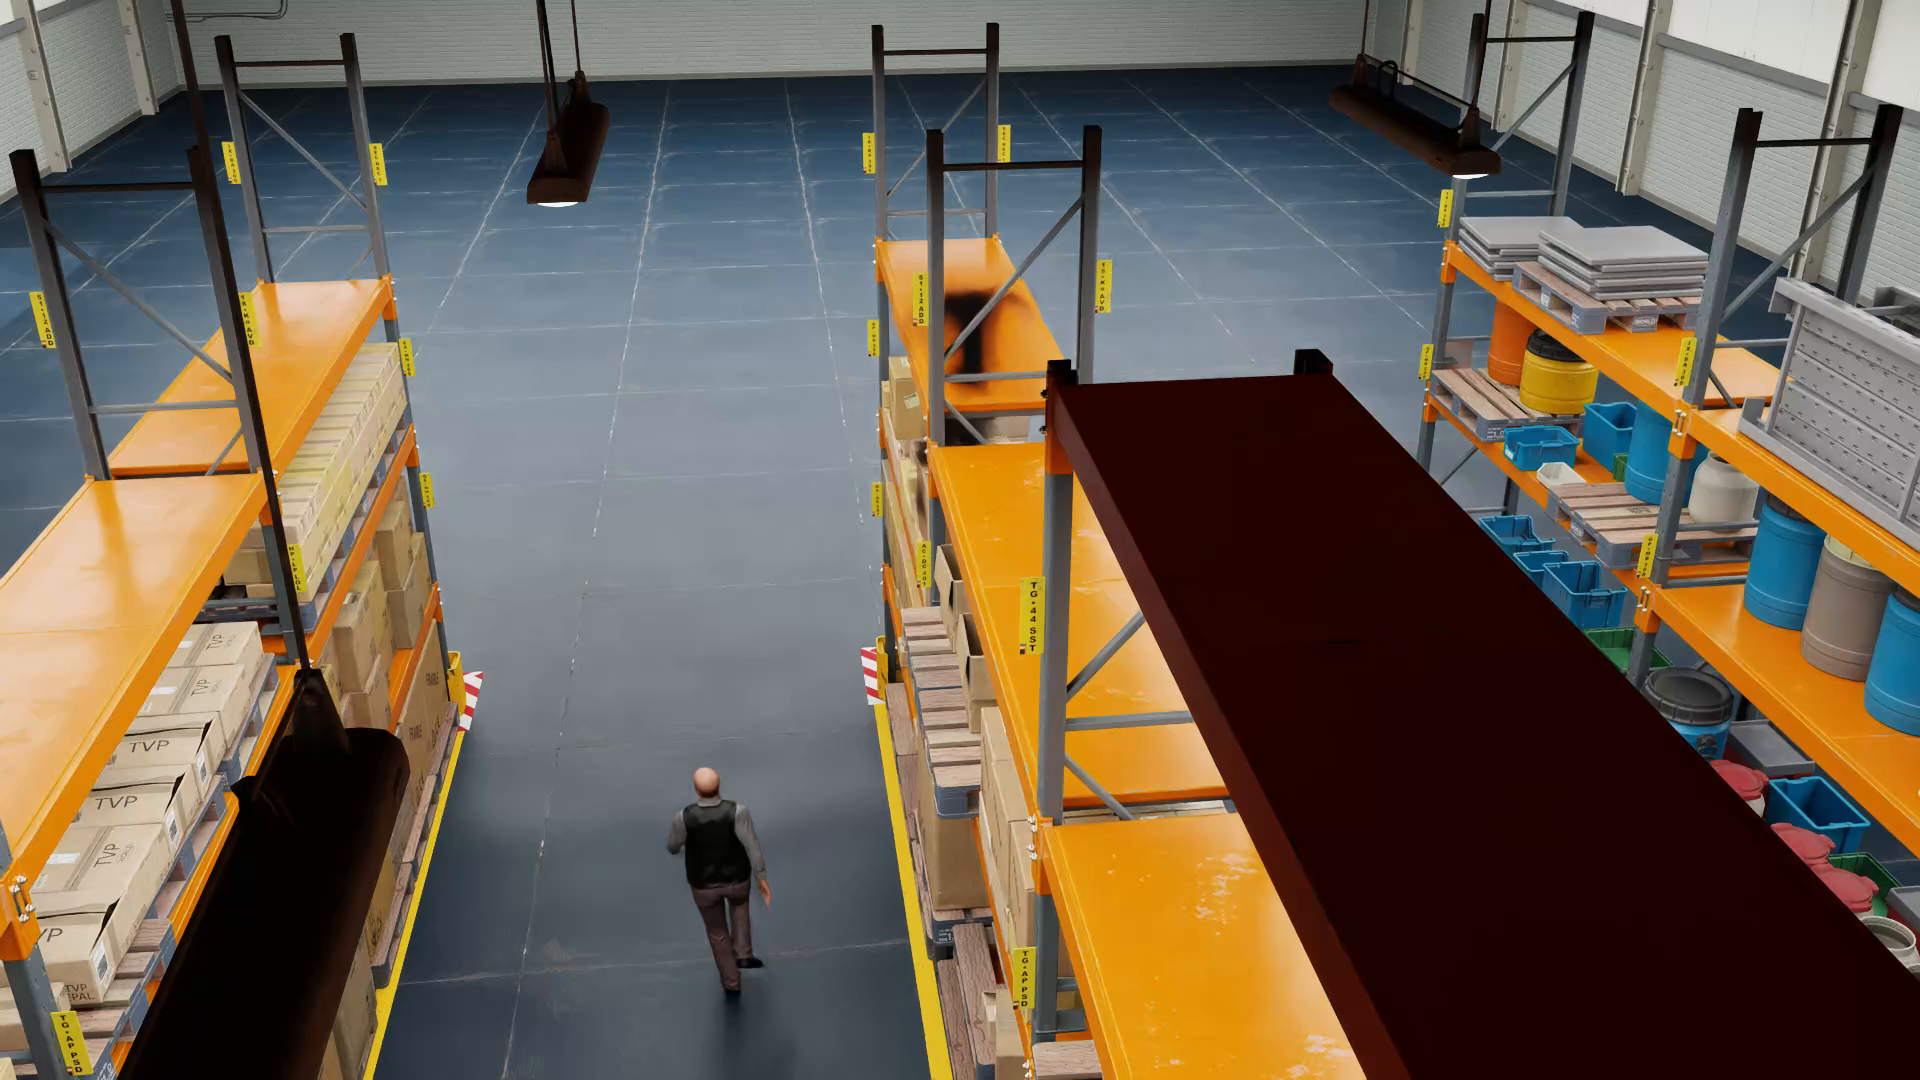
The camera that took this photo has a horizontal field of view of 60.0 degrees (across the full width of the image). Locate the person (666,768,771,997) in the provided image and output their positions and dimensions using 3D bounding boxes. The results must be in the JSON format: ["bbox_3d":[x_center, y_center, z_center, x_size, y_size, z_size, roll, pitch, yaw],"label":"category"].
[{"bbox_3d":[-1.702,2.339,11.648,0.663,1.679,0.776,-6,26,-12],"label":"person"}]
